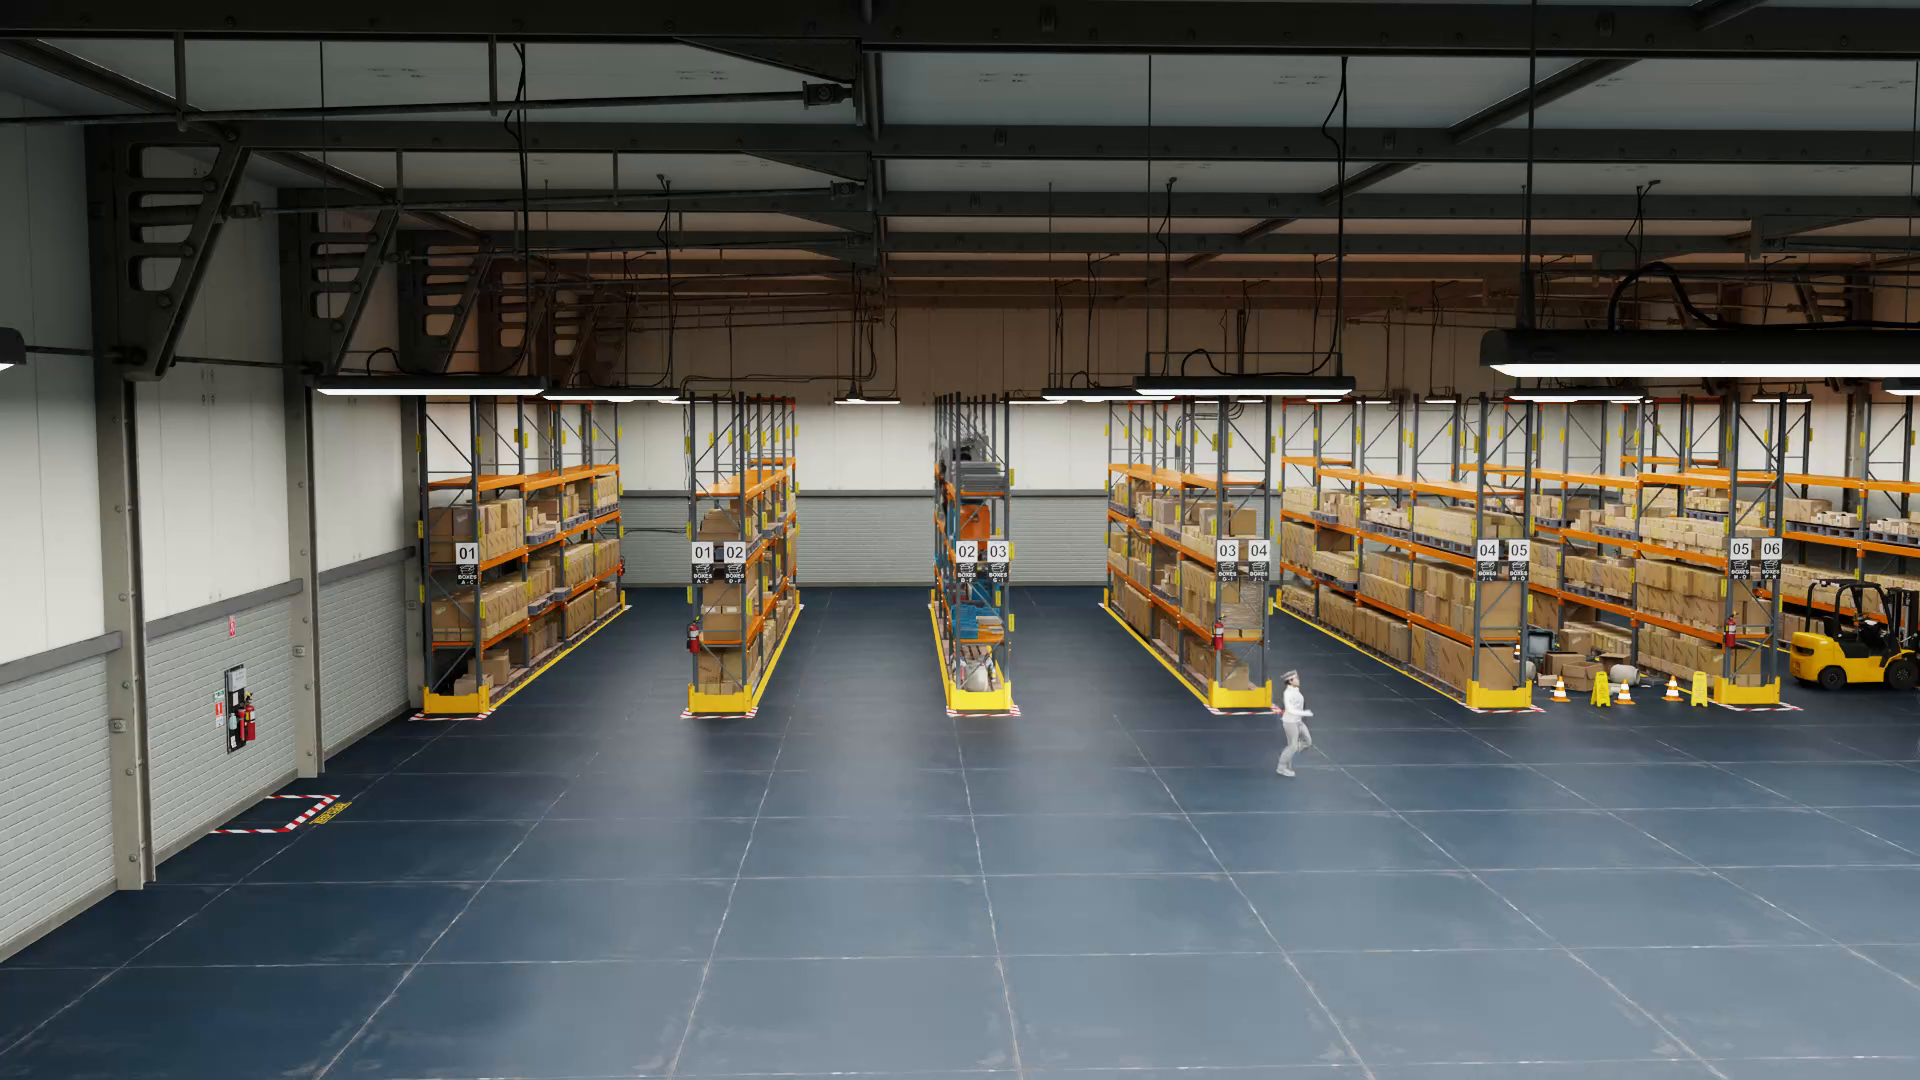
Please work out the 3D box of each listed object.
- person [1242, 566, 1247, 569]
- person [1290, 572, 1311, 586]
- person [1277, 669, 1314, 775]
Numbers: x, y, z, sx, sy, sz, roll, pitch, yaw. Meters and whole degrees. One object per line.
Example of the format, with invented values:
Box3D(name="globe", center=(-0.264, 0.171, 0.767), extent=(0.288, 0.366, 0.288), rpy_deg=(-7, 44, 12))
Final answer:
Box3D(name="person", center=(8.024, 1.007, 48.233), extent=(0.775, 1.759, 0.721), rpy_deg=(4, 6, 38))
Box3D(name="person", center=(10.025, 0.957, 48.713), extent=(0.937, 1.800, 0.666), rpy_deg=(-1, 5, -14))
Box3D(name="person", center=(5.209, 2.825, 25.777), extent=(0.569, 1.660, 0.597), rpy_deg=(2, 5, 26))
